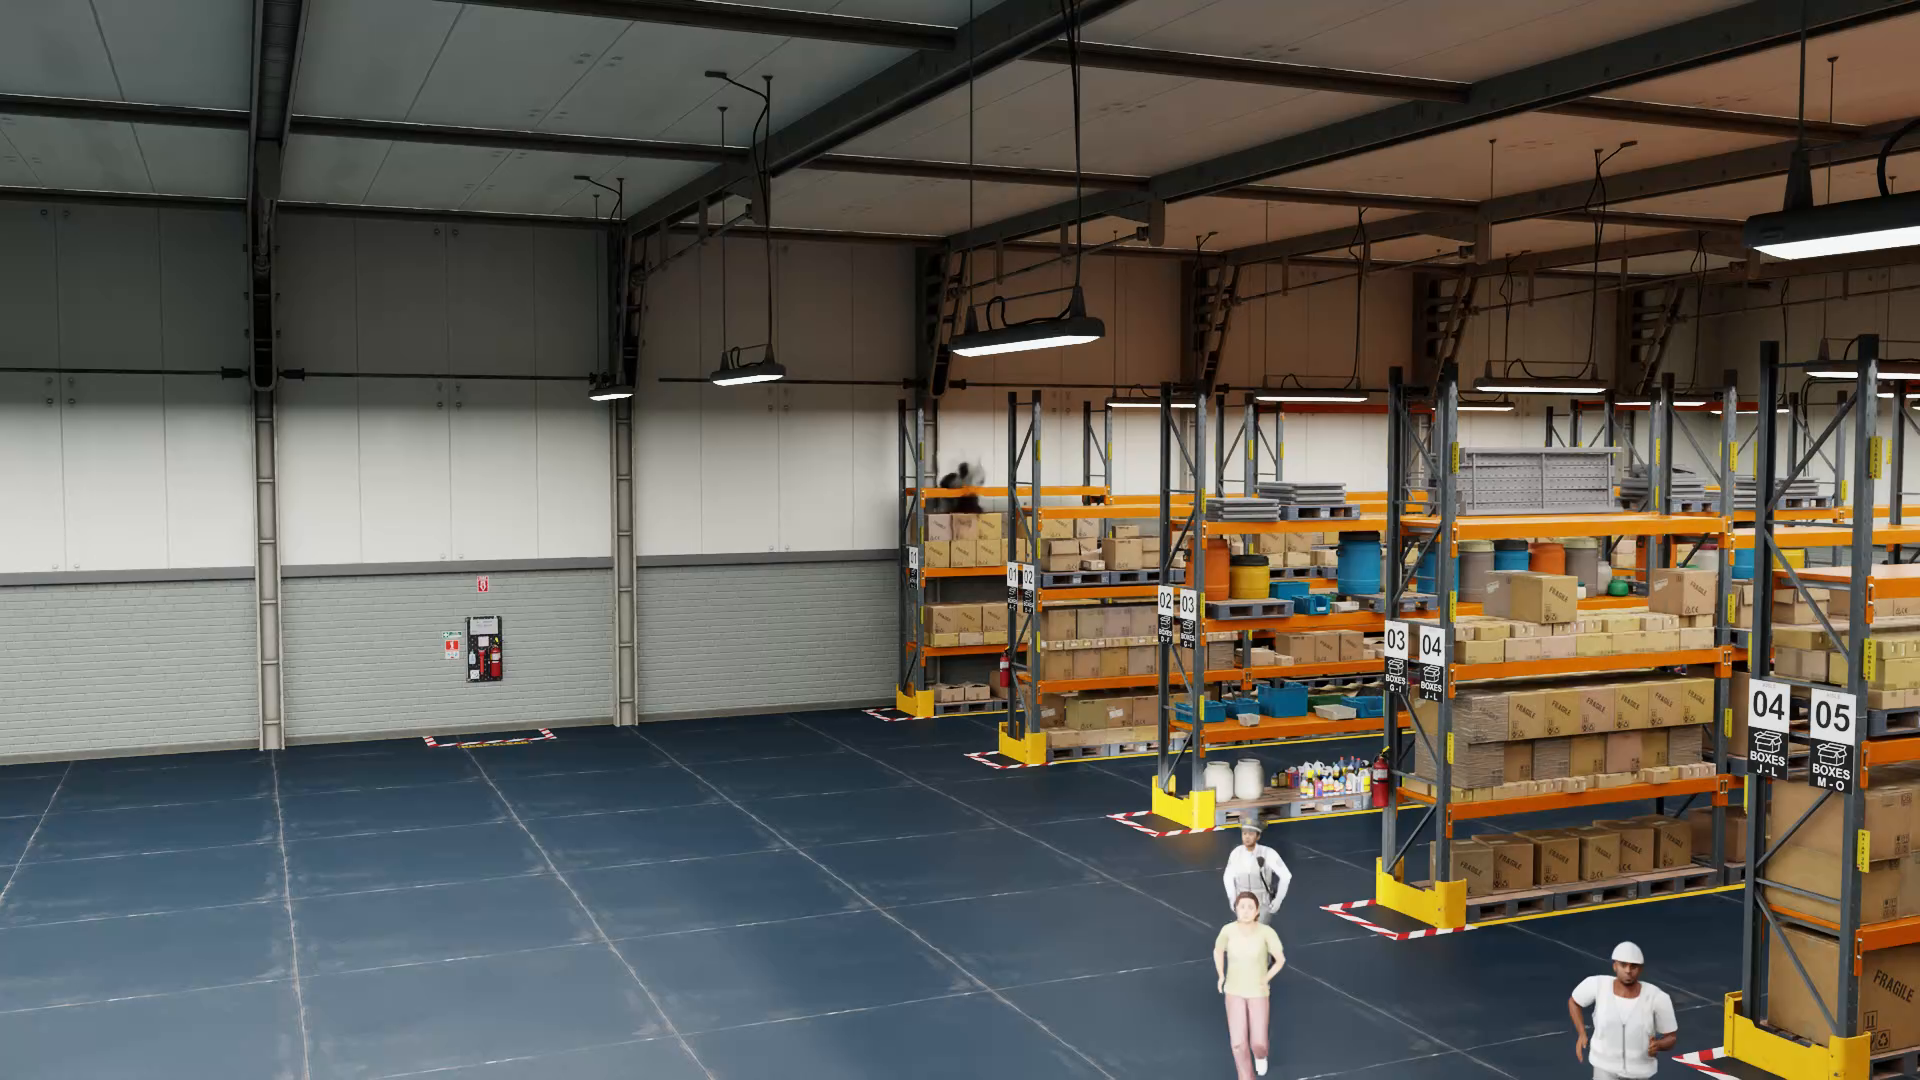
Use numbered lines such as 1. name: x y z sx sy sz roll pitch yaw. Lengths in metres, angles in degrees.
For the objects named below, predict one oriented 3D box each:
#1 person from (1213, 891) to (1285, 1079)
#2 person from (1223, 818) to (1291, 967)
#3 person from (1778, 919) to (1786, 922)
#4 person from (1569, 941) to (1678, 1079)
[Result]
1. person: 2.280 3.574 13.171 0.572 1.626 0.604 1 4 18
2. person: 2.791 3.424 15.671 0.626 1.670 0.624 2 4 26
3. person: 8.131 3.417 15.921 0.712 1.684 0.544 -2 4 -28
4. person: 4.504 3.628 11.296 0.672 1.823 0.763 1 3 16
